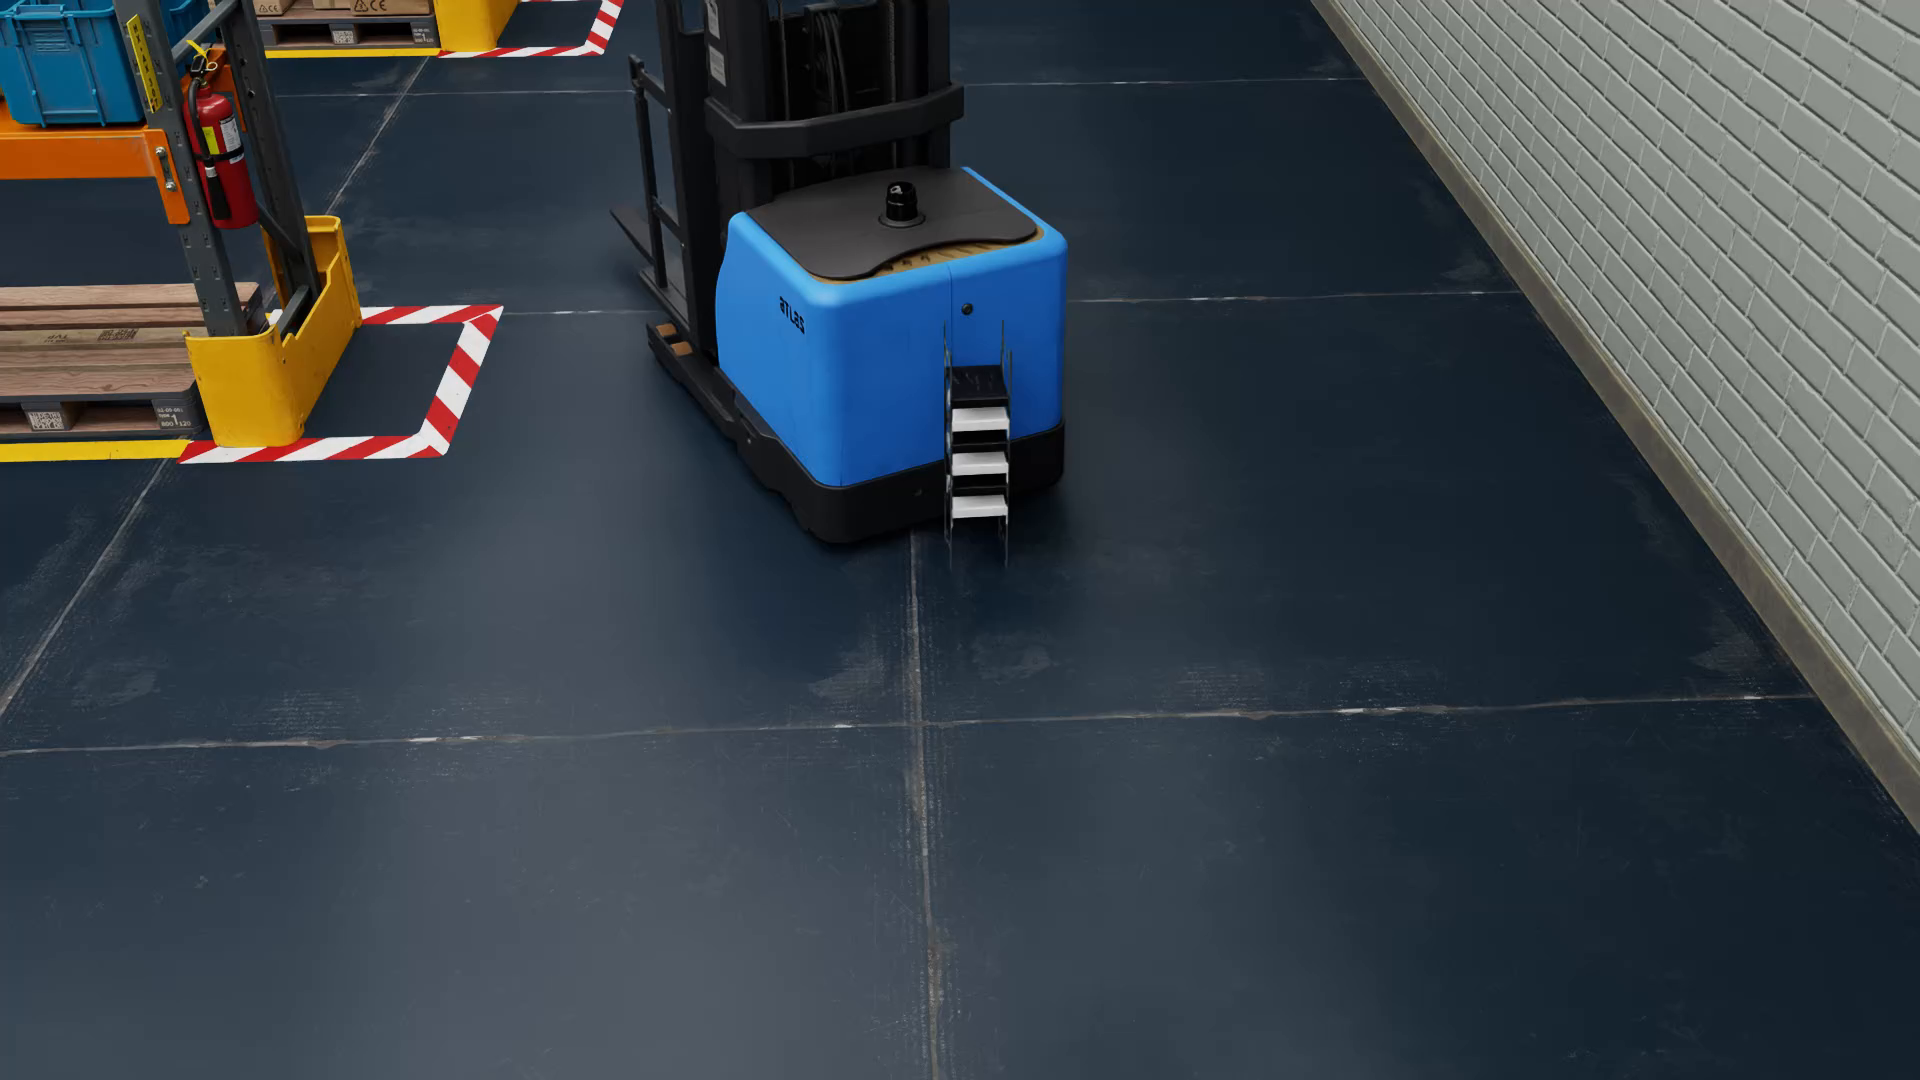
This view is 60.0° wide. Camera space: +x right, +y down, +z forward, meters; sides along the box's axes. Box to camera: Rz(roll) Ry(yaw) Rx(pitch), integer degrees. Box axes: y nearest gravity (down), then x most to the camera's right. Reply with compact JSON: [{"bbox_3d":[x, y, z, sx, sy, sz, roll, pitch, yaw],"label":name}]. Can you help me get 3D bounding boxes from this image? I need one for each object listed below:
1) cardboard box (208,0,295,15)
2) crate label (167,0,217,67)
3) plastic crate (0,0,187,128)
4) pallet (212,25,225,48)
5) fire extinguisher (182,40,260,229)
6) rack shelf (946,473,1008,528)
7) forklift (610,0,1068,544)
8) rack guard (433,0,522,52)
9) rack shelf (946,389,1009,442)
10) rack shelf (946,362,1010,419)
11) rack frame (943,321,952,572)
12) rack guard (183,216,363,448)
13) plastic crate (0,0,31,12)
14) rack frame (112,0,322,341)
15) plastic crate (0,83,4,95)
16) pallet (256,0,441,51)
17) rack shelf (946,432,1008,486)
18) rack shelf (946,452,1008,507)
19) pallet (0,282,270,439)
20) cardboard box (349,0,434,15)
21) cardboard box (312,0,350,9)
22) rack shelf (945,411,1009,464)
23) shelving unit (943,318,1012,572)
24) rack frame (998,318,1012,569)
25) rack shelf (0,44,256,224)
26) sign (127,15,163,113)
[{"bbox_3d":[-4.653,-3.640,10.903,0.500,0.250,0.500,-2,35,-2],"label":"cardboard box"},{"bbox_3d":[-3.203,-2.073,6.704,0.303,0.233,0.416,-2,35,-2],"label":"crate label"},{"bbox_3d":[-3.266,-1.861,6.219,0.499,0.435,0.616,-2,35,-2],"label":"plastic crate"},{"bbox_3d":[-5.259,-3.551,11.195,1.213,0.211,1.003,-2,35,-2],"label":"pallet"},{"bbox_3d":[-2.768,-1.497,6.174,0.183,0.674,0.296,-2,35,-2],"label":"fire extinguisher"},{"bbox_3d":[0.058,-0.151,6.052,0.200,0.077,0.258,-3,35,-5],"label":"rack shelf"},{"bbox_3d":[-0.733,-2.011,6.581,1.130,2.935,3.031,-17,38,-23],"label":"forklift"},{"bbox_3d":[-3.247,-3.723,11.190,0.348,0.500,1.175,-2,35,-2],"label":"rack guard"},{"bbox_3d":[0.058,-0.447,5.848,0.200,0.077,0.258,-3,35,-5],"label":"rack shelf"},{"bbox_3d":[0.058,-0.521,5.796,0.200,0.077,0.258,-3,35,-5],"label":"rack shelf"},{"bbox_3d":[-0.043,-0.321,5.923,0.006,0.900,0.240,-3,35,-5],"label":"rack frame"},{"bbox_3d":[-2.917,-0.917,7.136,0.348,0.500,1.175,-2,35,-2],"label":"rack guard"},{"bbox_3d":[-3.860,-2.055,6.679,0.300,0.233,0.416,-2,35,-2],"label":"plastic crate"},{"bbox_3d":[-2.940,-1.937,6.413,0.127,3.000,1.000,-2,35,-2],"label":"rack frame"},{"bbox_3d":[-3.746,-1.728,6.290,0.243,0.136,0.396,-2,35,-2],"label":"plastic crate"},{"bbox_3d":[-4.043,-3.582,11.240,1.213,0.211,1.003,-2,35,-2],"label":"pallet"},{"bbox_3d":[0.058,-0.299,5.950,0.200,0.077,0.258,-3,35,-5],"label":"rack shelf"},{"bbox_3d":[0.058,-0.225,6.001,0.200,0.077,0.258,-3,35,-5],"label":"rack shelf"},{"bbox_3d":[-3.766,-0.790,7.206,1.213,0.211,1.003,-2,35,-2],"label":"pallet"},{"bbox_3d":[-3.703,-3.751,10.844,0.500,0.500,0.500,-2,35,-2],"label":"cardboard box"},{"bbox_3d":[-4.112,-3.654,10.997,0.250,0.166,0.380,-2,35,-2],"label":"cardboard box"},{"bbox_3d":[0.058,-0.373,5.899,0.200,0.077,0.258,-3,35,-5],"label":"rack shelf"},{"bbox_3d":[0.058,-0.327,5.931,0.210,0.900,0.258,-3,35,-5],"label":"shelving unit"},{"bbox_3d":[0.159,-0.332,5.939,0.006,0.900,0.240,-3,35,-5],"label":"rack frame"},{"bbox_3d":[-4.938,-1.587,6.540,4.000,0.370,1.077,-2,35,-2],"label":"rack shelf"},{"bbox_3d":[-2.898,-1.692,5.915,0.005,0.325,0.100,-2,35,-2],"label":"sign"}]
